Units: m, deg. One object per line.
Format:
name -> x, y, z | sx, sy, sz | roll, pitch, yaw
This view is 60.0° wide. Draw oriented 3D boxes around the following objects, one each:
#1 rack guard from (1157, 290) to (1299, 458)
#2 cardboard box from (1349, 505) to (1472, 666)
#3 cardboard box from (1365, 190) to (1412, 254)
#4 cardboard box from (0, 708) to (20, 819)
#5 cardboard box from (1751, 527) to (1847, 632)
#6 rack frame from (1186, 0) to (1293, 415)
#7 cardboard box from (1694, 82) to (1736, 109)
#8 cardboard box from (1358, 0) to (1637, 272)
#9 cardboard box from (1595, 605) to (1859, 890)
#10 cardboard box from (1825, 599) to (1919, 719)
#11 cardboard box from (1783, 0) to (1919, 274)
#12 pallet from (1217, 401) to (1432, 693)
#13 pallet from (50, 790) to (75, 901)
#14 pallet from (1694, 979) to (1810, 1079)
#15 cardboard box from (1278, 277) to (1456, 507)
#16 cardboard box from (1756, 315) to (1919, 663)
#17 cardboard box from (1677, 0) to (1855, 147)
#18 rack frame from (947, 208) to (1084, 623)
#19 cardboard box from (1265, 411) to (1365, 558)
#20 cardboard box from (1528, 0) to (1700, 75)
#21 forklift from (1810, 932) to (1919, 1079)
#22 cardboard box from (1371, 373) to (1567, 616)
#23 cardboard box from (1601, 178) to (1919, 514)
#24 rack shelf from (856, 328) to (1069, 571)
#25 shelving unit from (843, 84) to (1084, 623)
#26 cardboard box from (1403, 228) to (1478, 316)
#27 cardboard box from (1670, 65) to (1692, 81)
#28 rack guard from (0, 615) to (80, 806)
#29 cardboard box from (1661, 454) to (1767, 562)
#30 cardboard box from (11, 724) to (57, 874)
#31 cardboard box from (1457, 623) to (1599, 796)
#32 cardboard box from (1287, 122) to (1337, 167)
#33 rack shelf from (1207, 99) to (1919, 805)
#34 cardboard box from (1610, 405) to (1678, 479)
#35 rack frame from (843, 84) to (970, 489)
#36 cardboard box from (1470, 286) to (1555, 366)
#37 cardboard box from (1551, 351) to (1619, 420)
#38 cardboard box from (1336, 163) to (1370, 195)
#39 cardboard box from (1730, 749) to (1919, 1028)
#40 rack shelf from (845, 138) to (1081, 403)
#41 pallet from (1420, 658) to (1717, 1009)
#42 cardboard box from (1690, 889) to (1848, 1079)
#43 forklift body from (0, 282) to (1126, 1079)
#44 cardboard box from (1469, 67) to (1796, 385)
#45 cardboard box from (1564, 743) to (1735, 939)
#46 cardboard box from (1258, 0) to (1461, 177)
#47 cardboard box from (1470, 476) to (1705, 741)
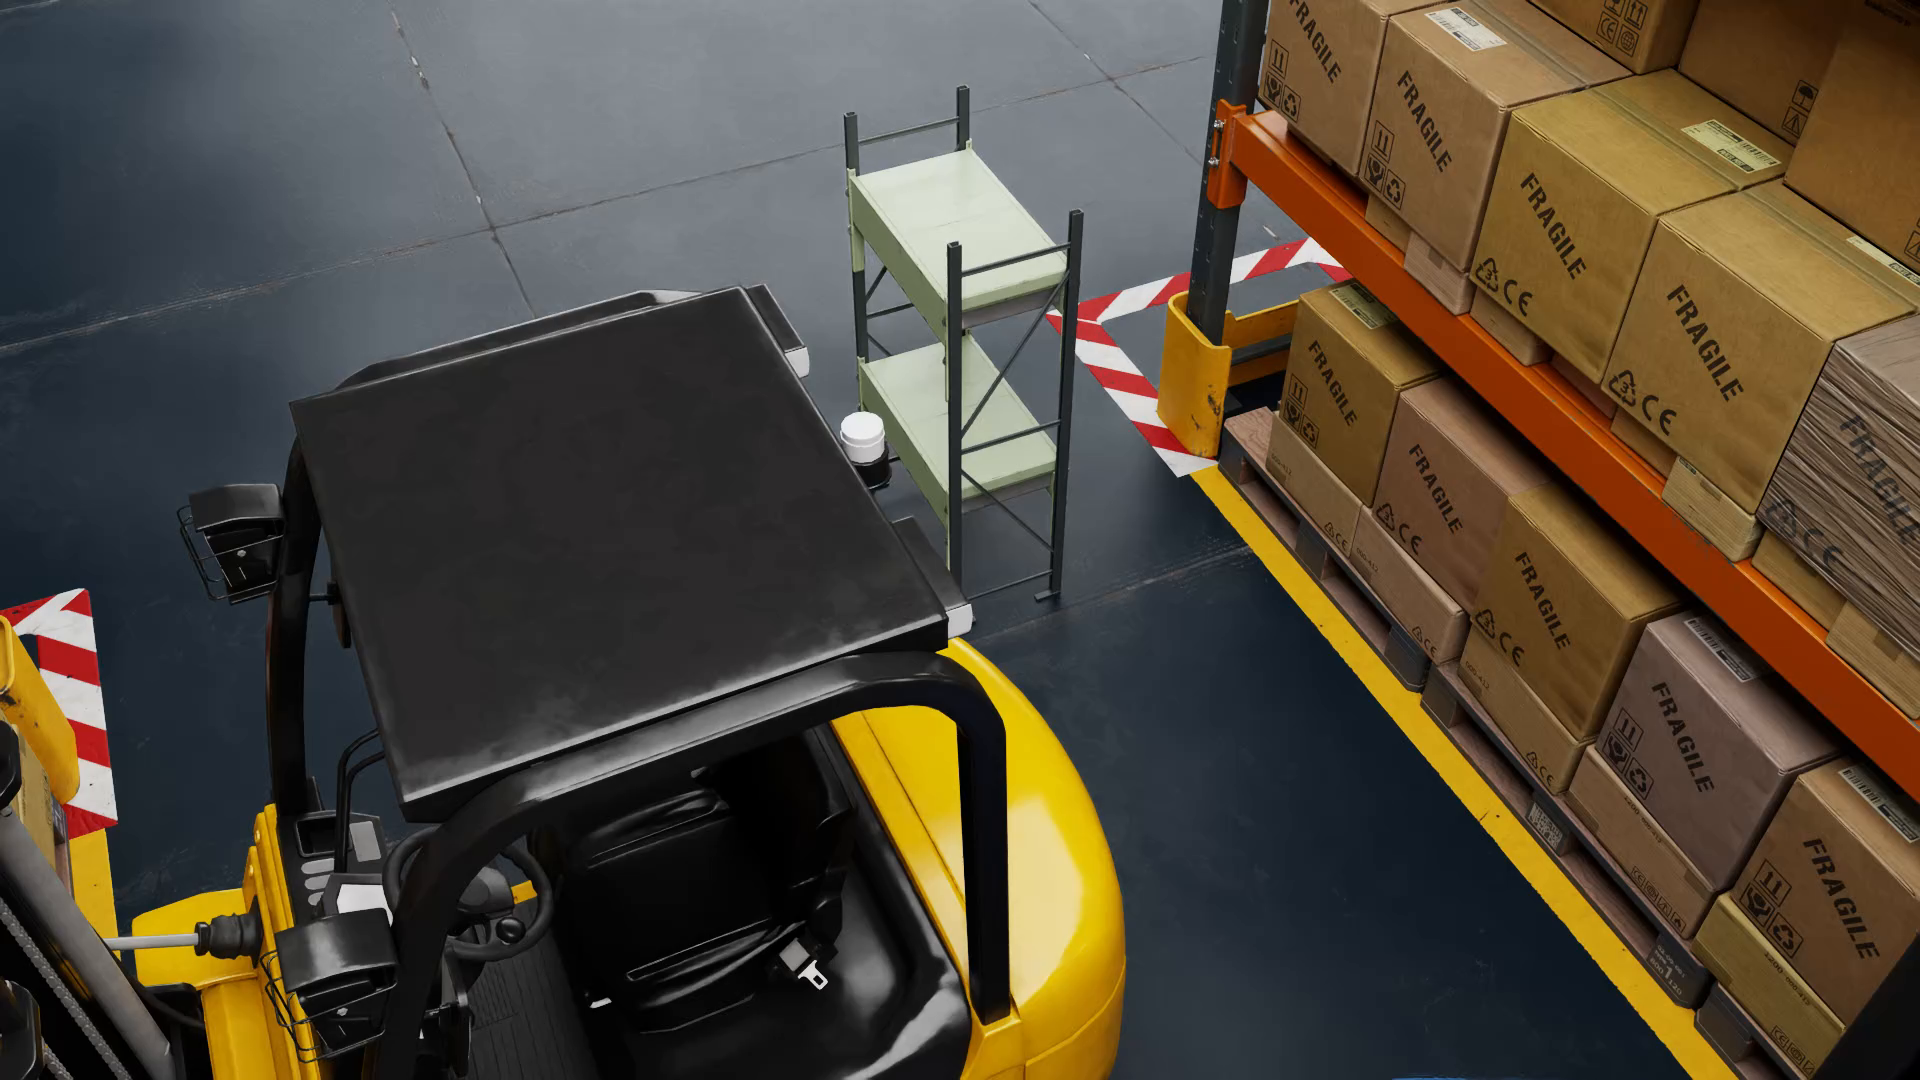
rack guard -> 1.319, -0.744, 6.148 | 1.175, 0.500, 0.348 | -18, 47, -17
cardboard box -> 1.583, 0.071, 5.201 | 0.500, 0.250, 0.500 | -16, 47, -16
cardboard box -> 1.399, -0.965, 4.771 | 0.380, 0.149, 0.250 | -19, 48, -19
cardboard box -> -2.727, 0.656, 4.253 | 0.500, 0.250, 0.500 | -19, 48, -18
cardboard box -> 2.046, 0.023, 3.769 | 0.380, 0.149, 0.250 | -19, 48, -18
rack frame -> 1.287, -1.682, 5.319 | 1.000, 3.000, 0.127 | -18, 47, -17
cardboard box -> 2.178, -0.918, 4.262 | 0.500, 0.500, 0.500 | -18, 47, -18
cardboard box -> 1.455, -1.110, 4.457 | 0.500, 0.500, 0.500 | -17, 47, -16
cardboard box -> 2.045, 0.483, 4.249 | 0.500, 0.500, 0.500 | -16, 47, -15
cardboard box -> 2.127, 0.195, 3.595 | 0.380, 0.149, 0.250 | -19, 48, -18
cardboard box -> 2.297, -0.940, 3.572 | 0.700, 0.500, 0.500 | -18, 47, -18
pallet -> 1.628, -0.113, 5.714 | 1.003, 0.211, 1.213 | -18, 47, -17
pallet -> -2.856, 1.254, 4.329 | 1.003, 0.211, 1.213 | -18, 47, -17
pallet -> 2.654, 1.442, 4.138 | 1.003, 0.211, 1.213 | -18, 47, -17
cardboard box -> 1.385, -0.509, 5.255 | 0.500, 0.500, 0.500 | -20, 48, -19
cardboard box -> 2.111, -0.139, 3.473 | 0.500, 0.500, 0.500 | -17, 47, -16
cardboard box -> 2.213, -1.299, 3.936 | 0.700, 0.500, 0.500 | -19, 48, -18
rack frame -> 0.151, -0.305, 4.991 | 0.400, 1.500, 0.023 | -18, 47, -17
cardboard box -> 1.375, -0.257, 5.533 | 0.500, 0.250, 0.500 | -18, 48, -18
cardboard box -> 1.906, -1.593, 4.234 | 0.700, 0.500, 0.500 | -18, 47, -17
forklift -> 2.076, 1.053, 2.596 | 3.031, 2.935, 1.130 | -18, 47, -17
cardboard box -> 1.609, -0.177, 4.918 | 0.500, 0.500, 0.500 | -20, 48, -19
cardboard box -> 1.891, -0.464, 3.802 | 0.500, 0.500, 0.500 | -19, 48, -18
rack shelf -> -0.003, -0.306, 5.457 | 0.431, 0.370, 0.720 | -18, 47, -17
shelving unit -> -0.003, -0.538, 5.228 | 0.431, 1.500, 0.755 | -18, 47, -17
cardboard box -> 1.464, -0.790, 4.594 | 0.380, 0.149, 0.250 | -17, 47, -17
cardboard box -> 1.971, -1.238, 4.586 | 0.500, 0.500, 0.500 | -18, 47, -17
rack guard -> -3.225, 0.661, 4.724 | 1.175, 0.500, 0.348 | -18, 47, -17
cardboard box -> 1.905, -0.130, 3.925 | 0.380, 0.149, 0.250 | -18, 47, -17
cardboard box -> -2.731, 0.822, 4.440 | 0.500, 0.250, 0.500 | -18, 47, -17
cardboard box -> 1.824, 0.415, 4.853 | 0.500, 0.250, 0.500 | -15, 47, -15
cardboard box -> 1.242, -1.315, 5.126 | 0.380, 0.149, 0.250 | -18, 47, -17
rack shelf -> 2.128, -0.151, 4.280 | 1.077, 0.370, 4.000 | -18, 47, -17
cardboard box -> 1.853, -0.307, 4.105 | 0.380, 0.149, 0.250 | -19, 48, -18
rack frame -> -0.157, -0.771, 5.464 | 0.400, 1.500, 0.023 | -18, 47, -17
cardboard box -> 1.603, -0.635, 4.437 | 0.380, 0.149, 0.250 | -17, 47, -16
cardboard box -> 1.769, -0.484, 4.284 | 0.380, 0.149, 0.250 | -17, 47, -16
cardboard box -> 1.361, -1.158, 4.967 | 0.380, 0.149, 0.250 | -17, 47, -17
cardboard box -> 2.261, 0.808, 3.920 | 0.500, 0.500, 0.500 | -17, 47, -17
rack shelf -> -0.003, -0.816, 4.953 | 0.431, 0.370, 0.720 | -18, 47, -17
pallet -> 2.137, 0.664, 4.927 | 1.003, 0.211, 1.213 | -18, 47, -17
cardboard box -> 2.243, 1.063, 4.196 | 0.500, 0.250, 0.500 | -19, 48, -18
forklift body -> -0.763, 0.758, 3.450 | 2.313, 2.155, 1.214 | -18, 47, -17
cardboard box -> 1.670, -0.786, 4.128 | 0.500, 0.500, 0.500 | -19, 48, -18
cardboard box -> 2.034, 0.737, 4.526 | 0.500, 0.250, 0.500 | -17, 47, -17
cardboard box -> 1.234, -1.440, 4.790 | 0.500, 0.500, 0.500 | -19, 48, -18
cardboard box -> 1.813, 0.145, 4.592 | 0.500, 0.500, 0.500 | -17, 47, -17
